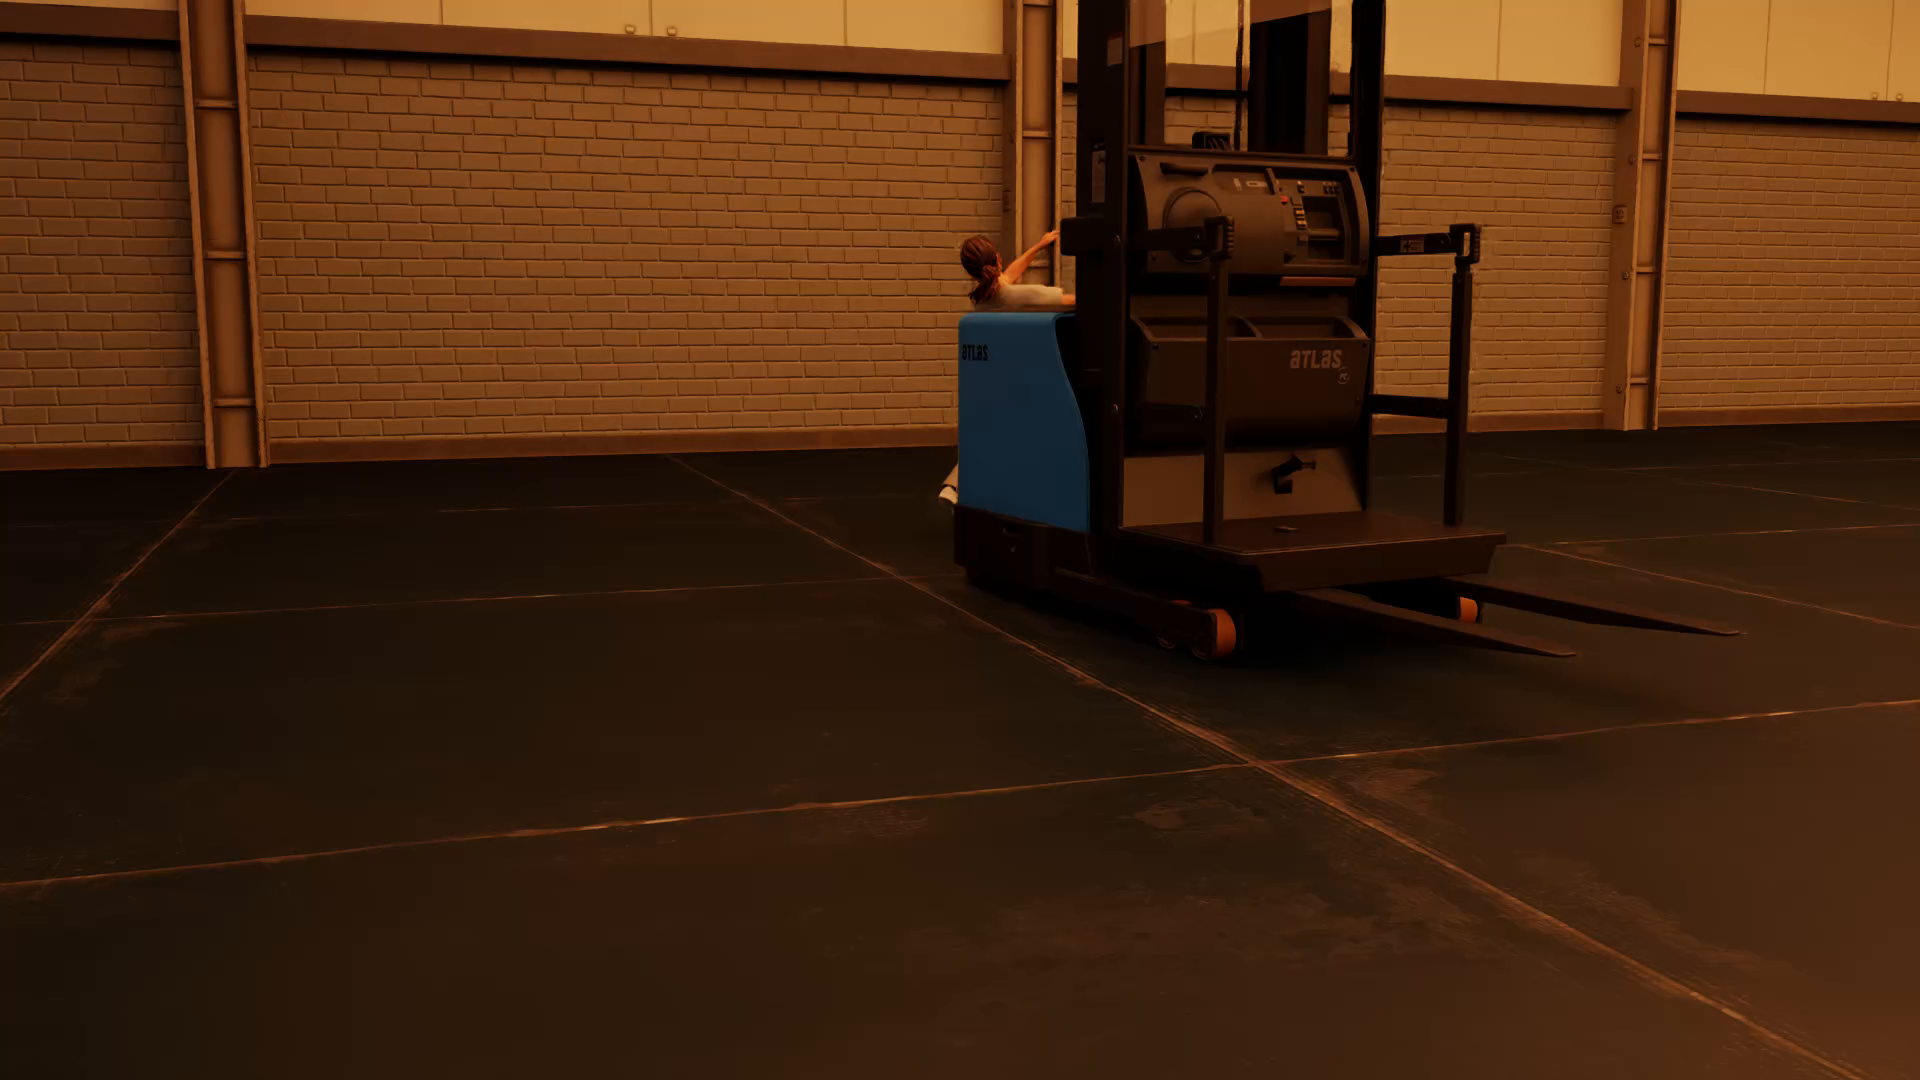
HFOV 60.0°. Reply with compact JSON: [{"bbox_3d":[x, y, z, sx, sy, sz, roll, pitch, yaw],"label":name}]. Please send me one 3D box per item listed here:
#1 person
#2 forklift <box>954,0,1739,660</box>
[{"bbox_3d":[0.451,-0.756,7.955,1.004,1.467,0.693,5,9,34],"label":"person"},{"bbox_3d":[1.100,-1.145,5.467,1.130,2.935,3.031,-4,9,-27],"label":"forklift"}]
